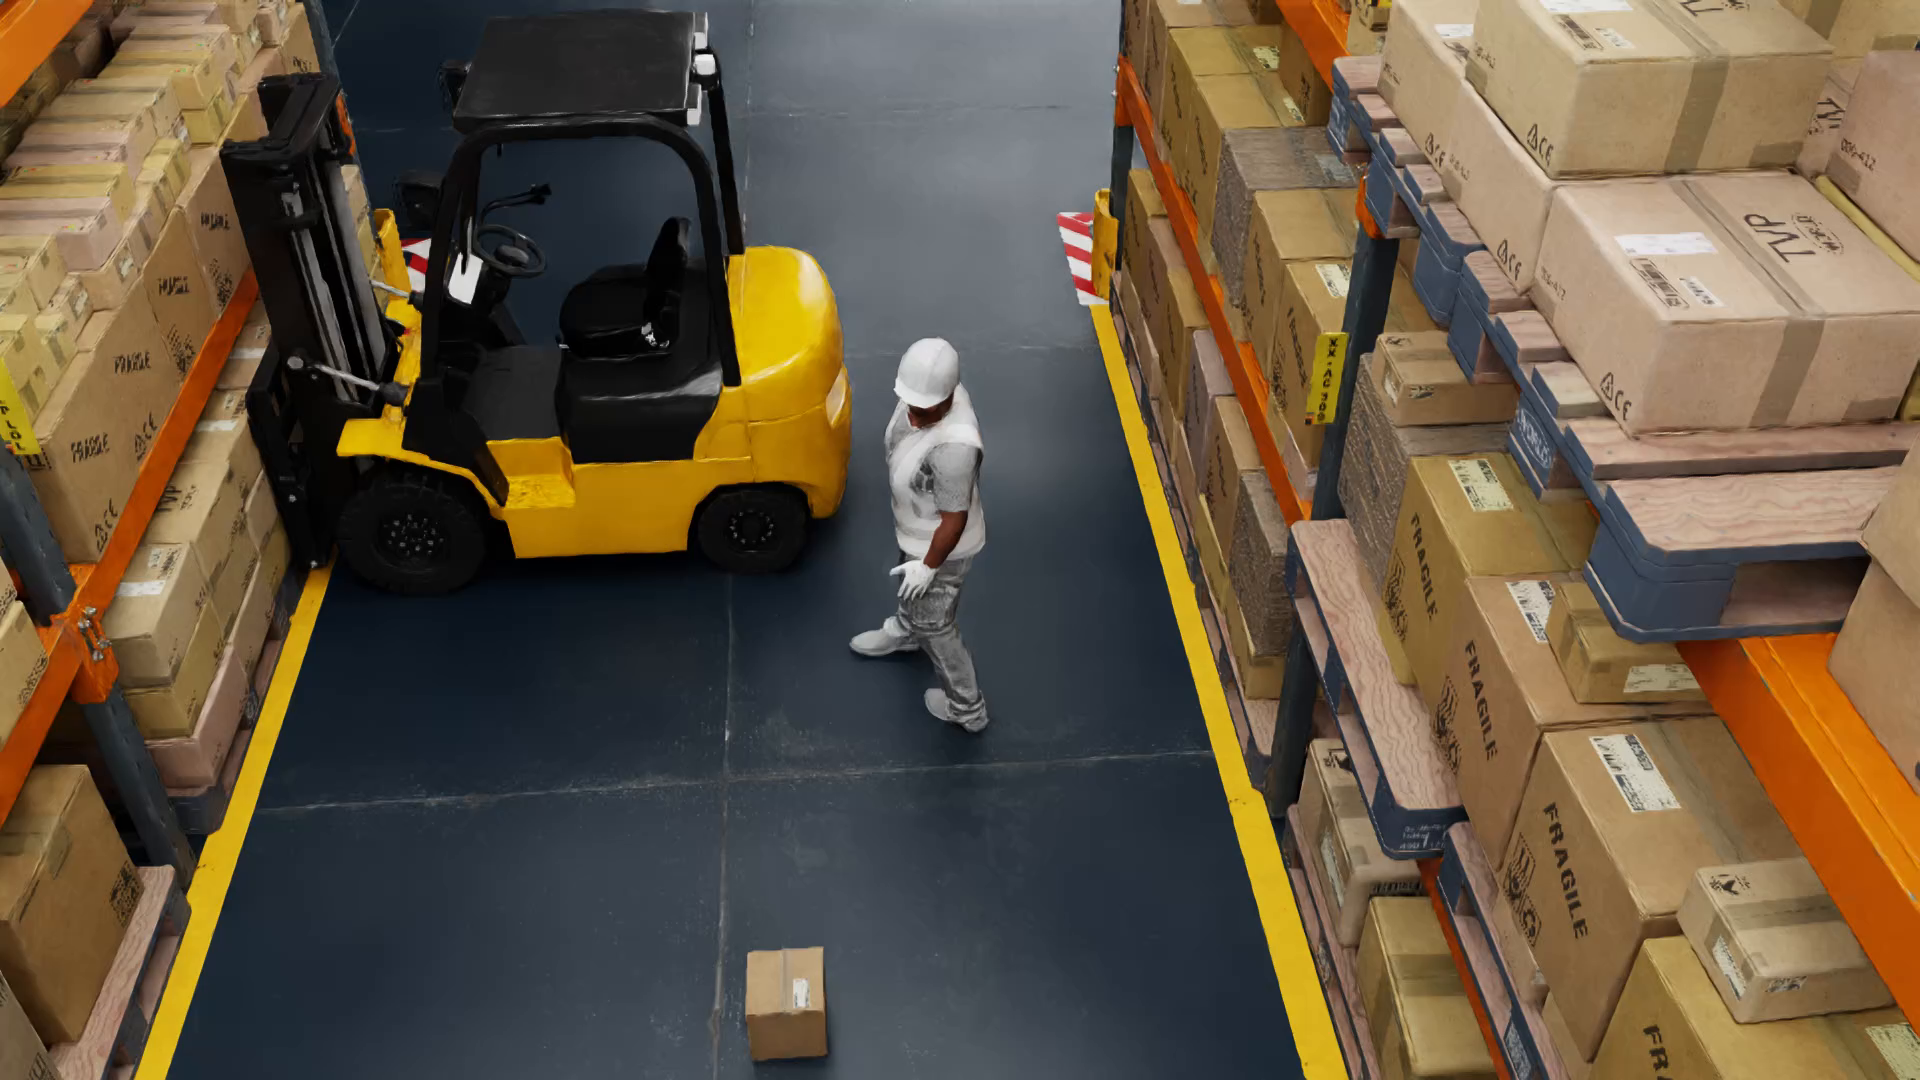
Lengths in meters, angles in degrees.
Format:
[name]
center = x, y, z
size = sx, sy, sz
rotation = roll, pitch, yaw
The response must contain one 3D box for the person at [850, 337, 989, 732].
[person]
center = -0.172, -0.065, 6.243
size = 0.564, 1.771, 0.687
rotation = -1, 39, -1
